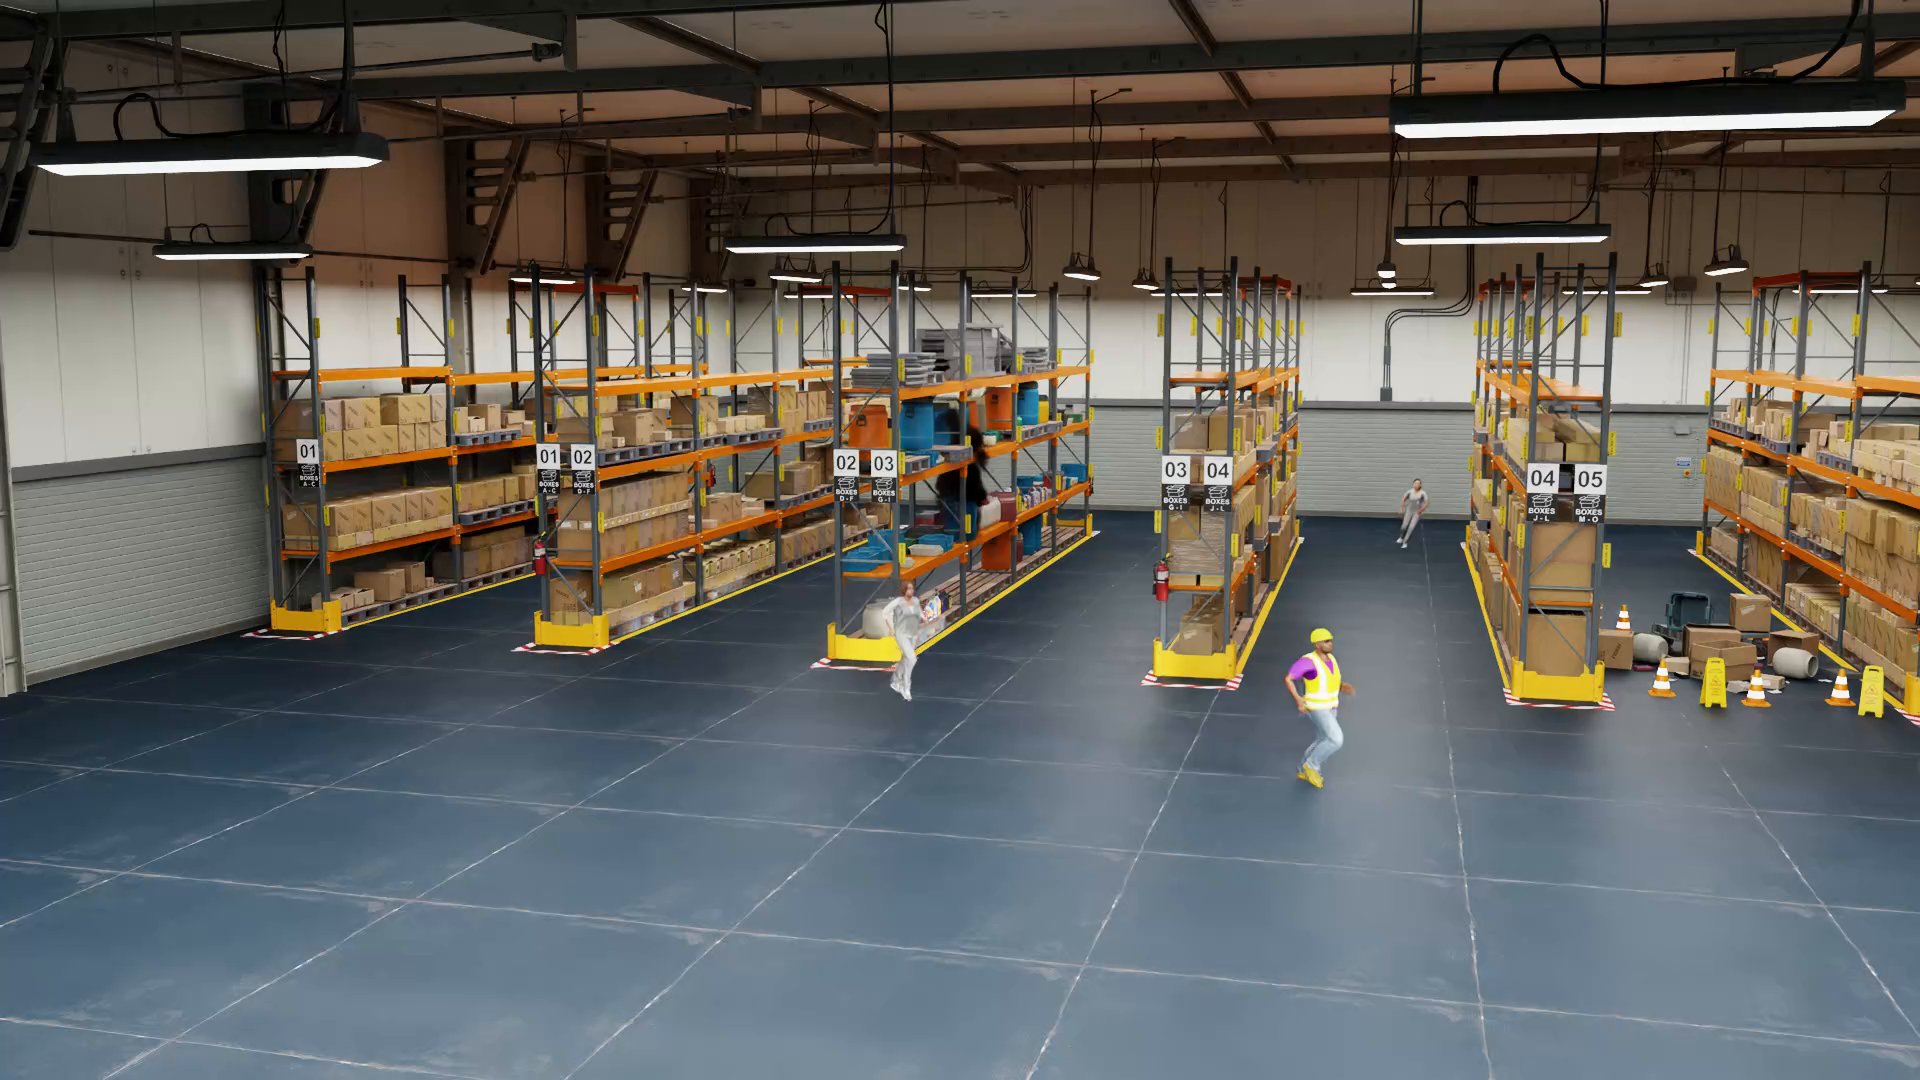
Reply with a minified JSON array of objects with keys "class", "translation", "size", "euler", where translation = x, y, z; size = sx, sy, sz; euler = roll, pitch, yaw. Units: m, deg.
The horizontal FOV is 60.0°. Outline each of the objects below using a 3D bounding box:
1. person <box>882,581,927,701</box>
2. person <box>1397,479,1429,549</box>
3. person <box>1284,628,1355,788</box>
[{"class":"person","translation":[-0.724,1.351,22.634],"size":[0.525,1.622,0.712],"euler":[-7,10,-43]},{"class":"person","translation":[10.359,-0.615,38.045],"size":[0.692,1.599,0.572],"euler":[3,8,21]},{"class":"person","translation":[3.975,1.831,18.158],"size":[0.668,1.734,0.687],"euler":[7,10,42]}]
